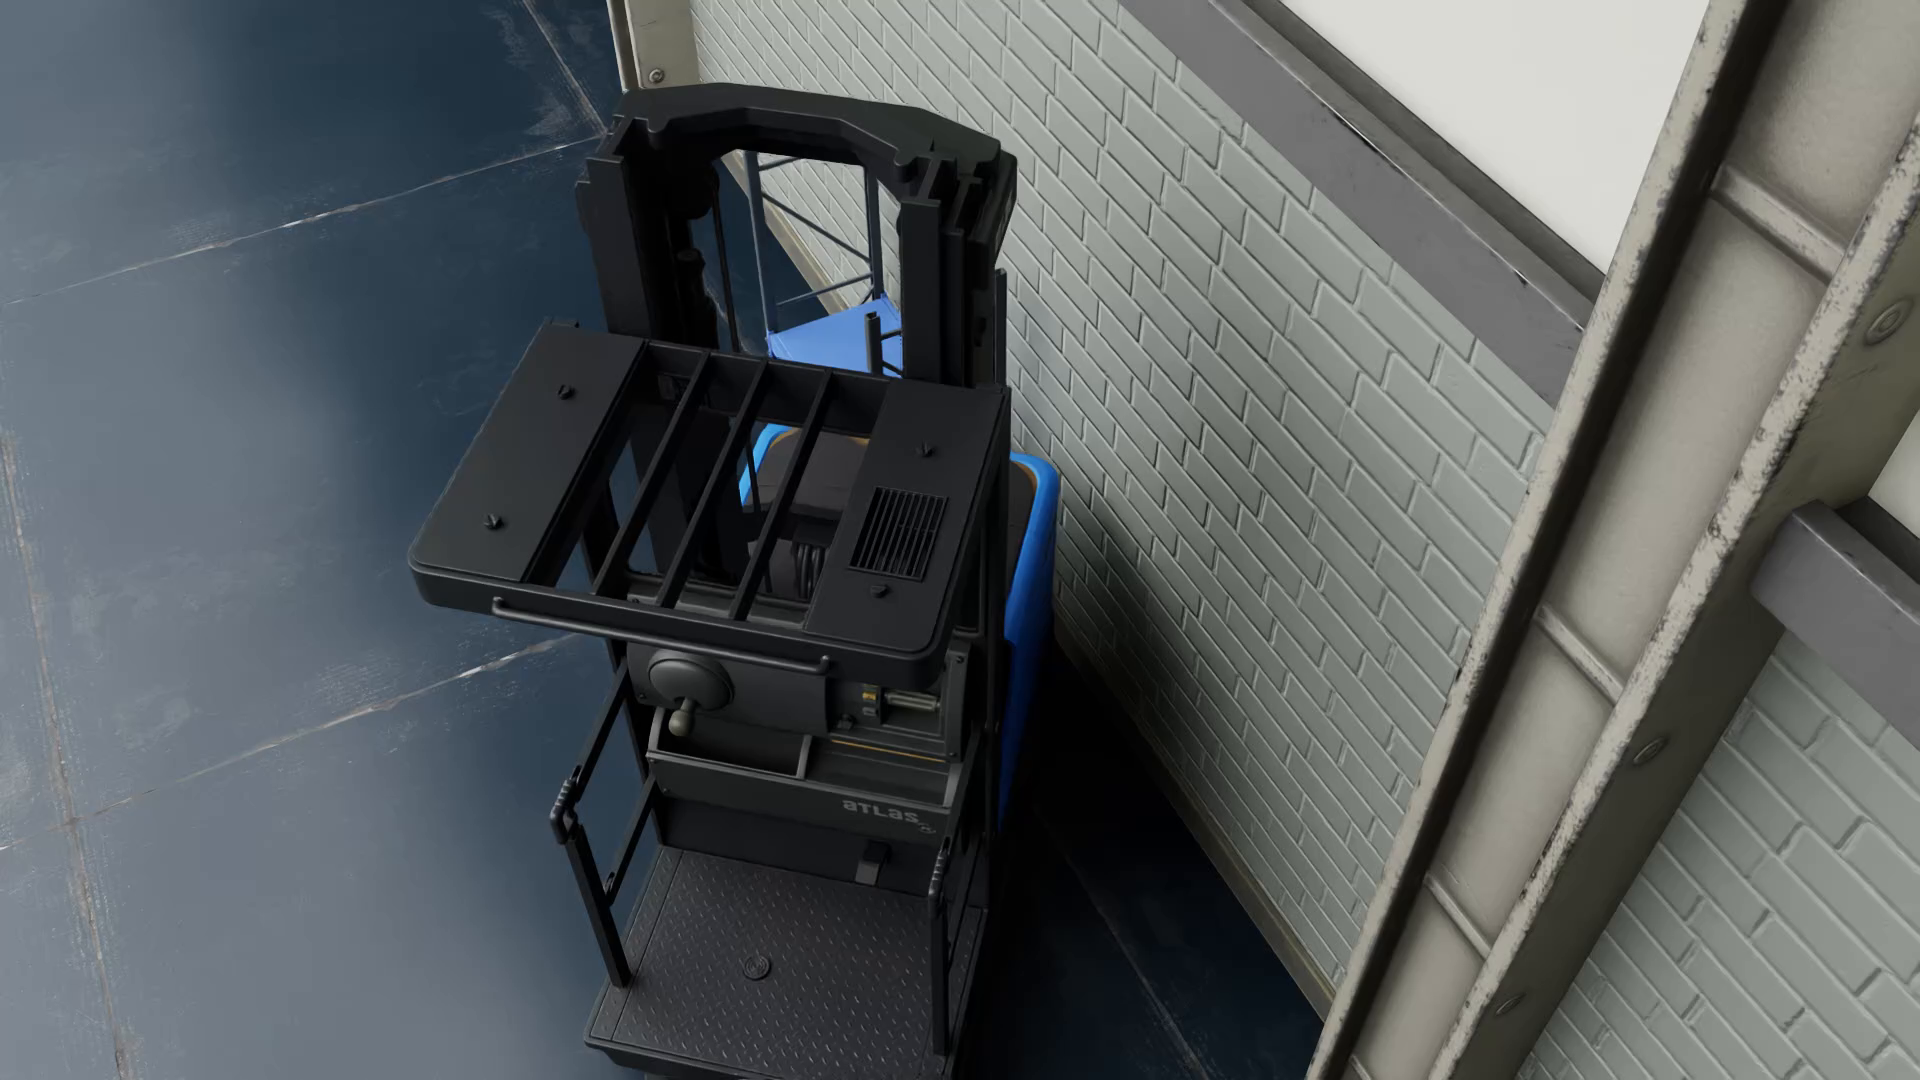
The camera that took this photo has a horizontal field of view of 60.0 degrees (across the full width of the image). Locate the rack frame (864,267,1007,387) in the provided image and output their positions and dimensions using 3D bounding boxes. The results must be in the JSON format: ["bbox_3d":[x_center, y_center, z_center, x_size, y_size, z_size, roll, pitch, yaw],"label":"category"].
[{"bbox_3d":[-0.067,-0.295,5.891,0.500,1.500,0.032,-21,52,-17],"label":"rack frame"}]

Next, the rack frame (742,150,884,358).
[{"bbox_3d":[-0.532,-0.971,6.492,0.500,1.500,0.032,-21,52,-17],"label":"rack frame"}]

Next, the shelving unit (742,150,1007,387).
[{"bbox_3d":[-0.300,-0.633,6.192,0.538,1.500,1.048,-21,52,-17],"label":"shelving unit"}]

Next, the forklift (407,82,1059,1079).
[{"bbox_3d":[-0.481,0.480,4.276,1.130,2.935,3.031,10,50,8],"label":"forklift"}]

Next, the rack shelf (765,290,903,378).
[{"bbox_3d":[-0.298,-0.514,6.327,0.538,0.185,1.000,-21,52,-17],"label":"rack shelf"}]

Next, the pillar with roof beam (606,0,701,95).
[{"bbox_3d":[-5.337,-3.652,3.858,9.100,9.000,0.400,-21,52,-18],"label":"pillar with roof beam"}]

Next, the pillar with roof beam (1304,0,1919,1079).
[{"bbox_3d":[-2.591,0.364,0.346,9.100,9.000,0.400,-21,52,-18],"label":"pillar with roof beam"}]
